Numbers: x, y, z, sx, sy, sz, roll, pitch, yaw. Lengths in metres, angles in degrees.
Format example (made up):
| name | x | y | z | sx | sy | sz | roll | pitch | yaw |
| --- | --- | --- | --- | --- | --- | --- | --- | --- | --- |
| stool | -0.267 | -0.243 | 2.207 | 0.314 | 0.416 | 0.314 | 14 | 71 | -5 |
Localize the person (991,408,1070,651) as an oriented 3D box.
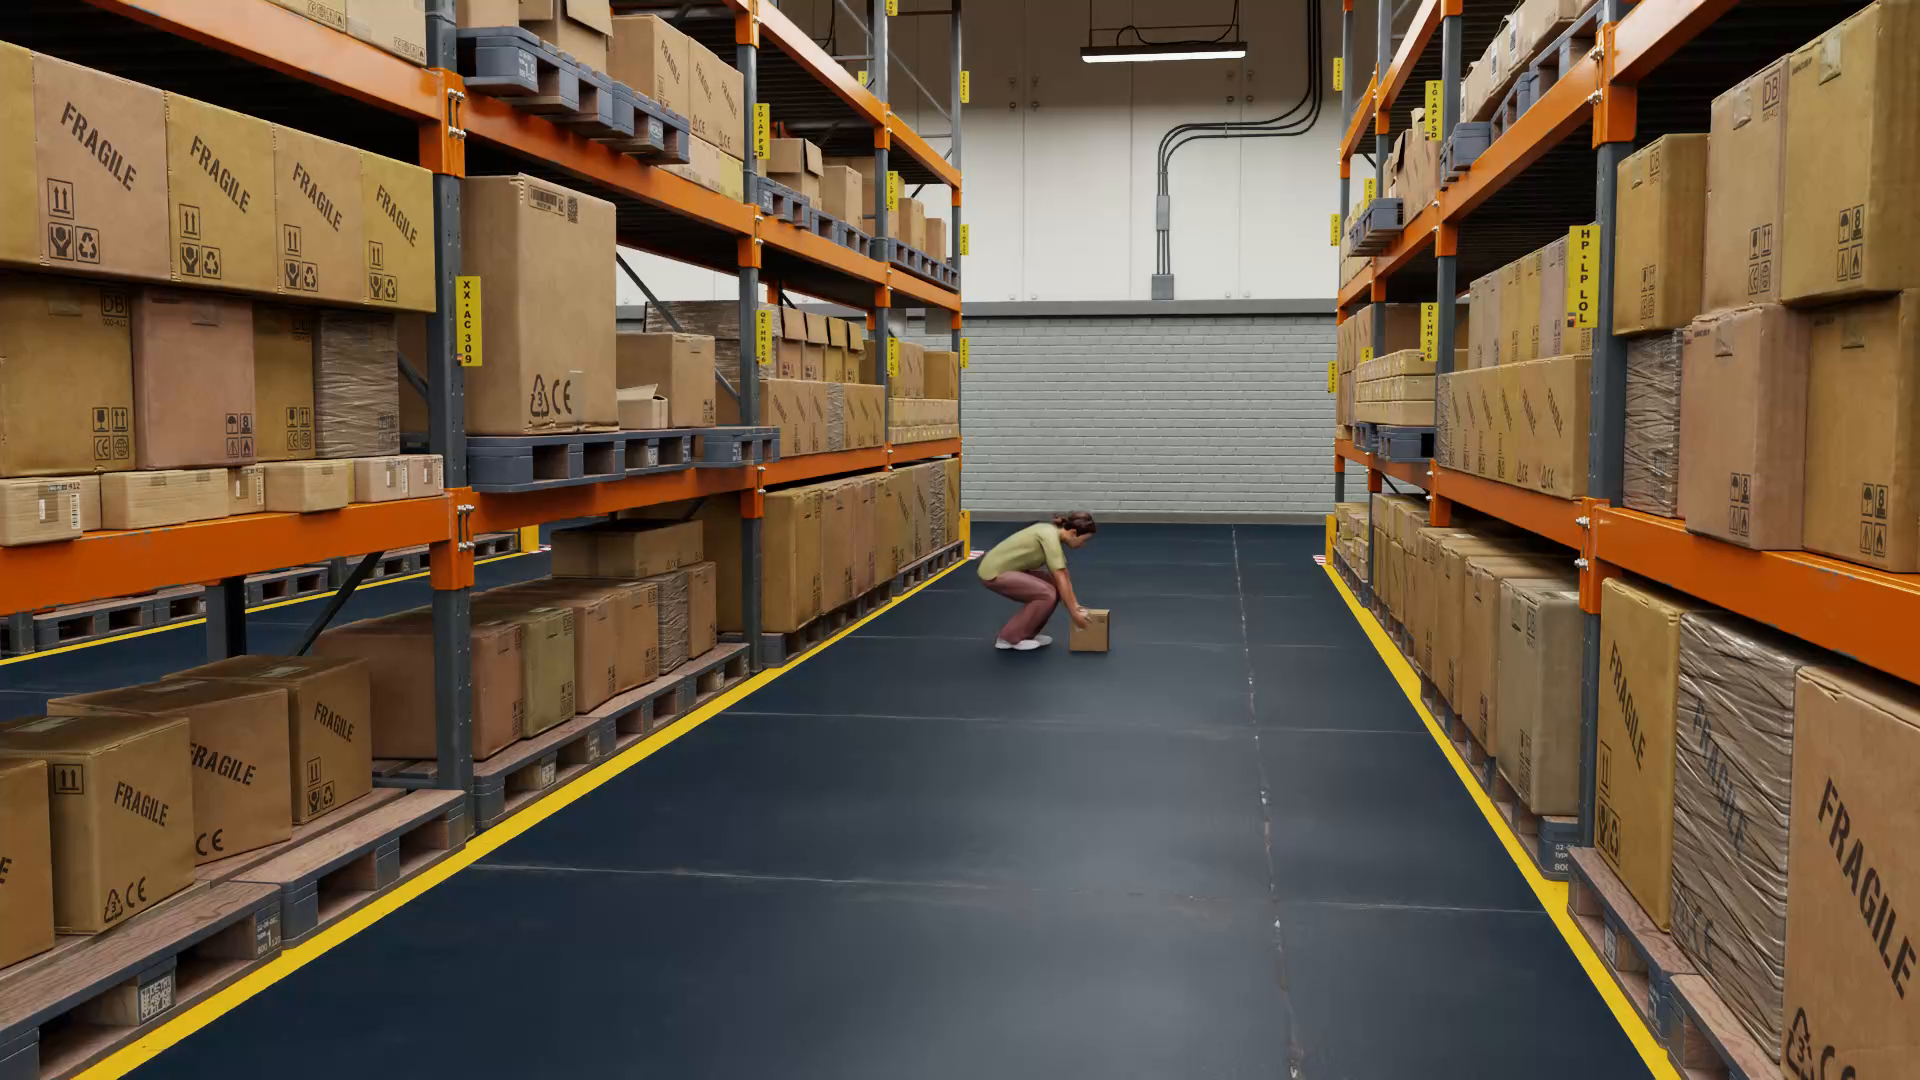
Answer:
| name | x | y | z | sx | sy | sz | roll | pitch | yaw |
| --- | --- | --- | --- | --- | --- | --- | --- | --- | --- |
| person | 0.486 | -0.078 | 11.214 | 0.538 | 1.623 | 0.404 | 1 | 5 | 8 |
